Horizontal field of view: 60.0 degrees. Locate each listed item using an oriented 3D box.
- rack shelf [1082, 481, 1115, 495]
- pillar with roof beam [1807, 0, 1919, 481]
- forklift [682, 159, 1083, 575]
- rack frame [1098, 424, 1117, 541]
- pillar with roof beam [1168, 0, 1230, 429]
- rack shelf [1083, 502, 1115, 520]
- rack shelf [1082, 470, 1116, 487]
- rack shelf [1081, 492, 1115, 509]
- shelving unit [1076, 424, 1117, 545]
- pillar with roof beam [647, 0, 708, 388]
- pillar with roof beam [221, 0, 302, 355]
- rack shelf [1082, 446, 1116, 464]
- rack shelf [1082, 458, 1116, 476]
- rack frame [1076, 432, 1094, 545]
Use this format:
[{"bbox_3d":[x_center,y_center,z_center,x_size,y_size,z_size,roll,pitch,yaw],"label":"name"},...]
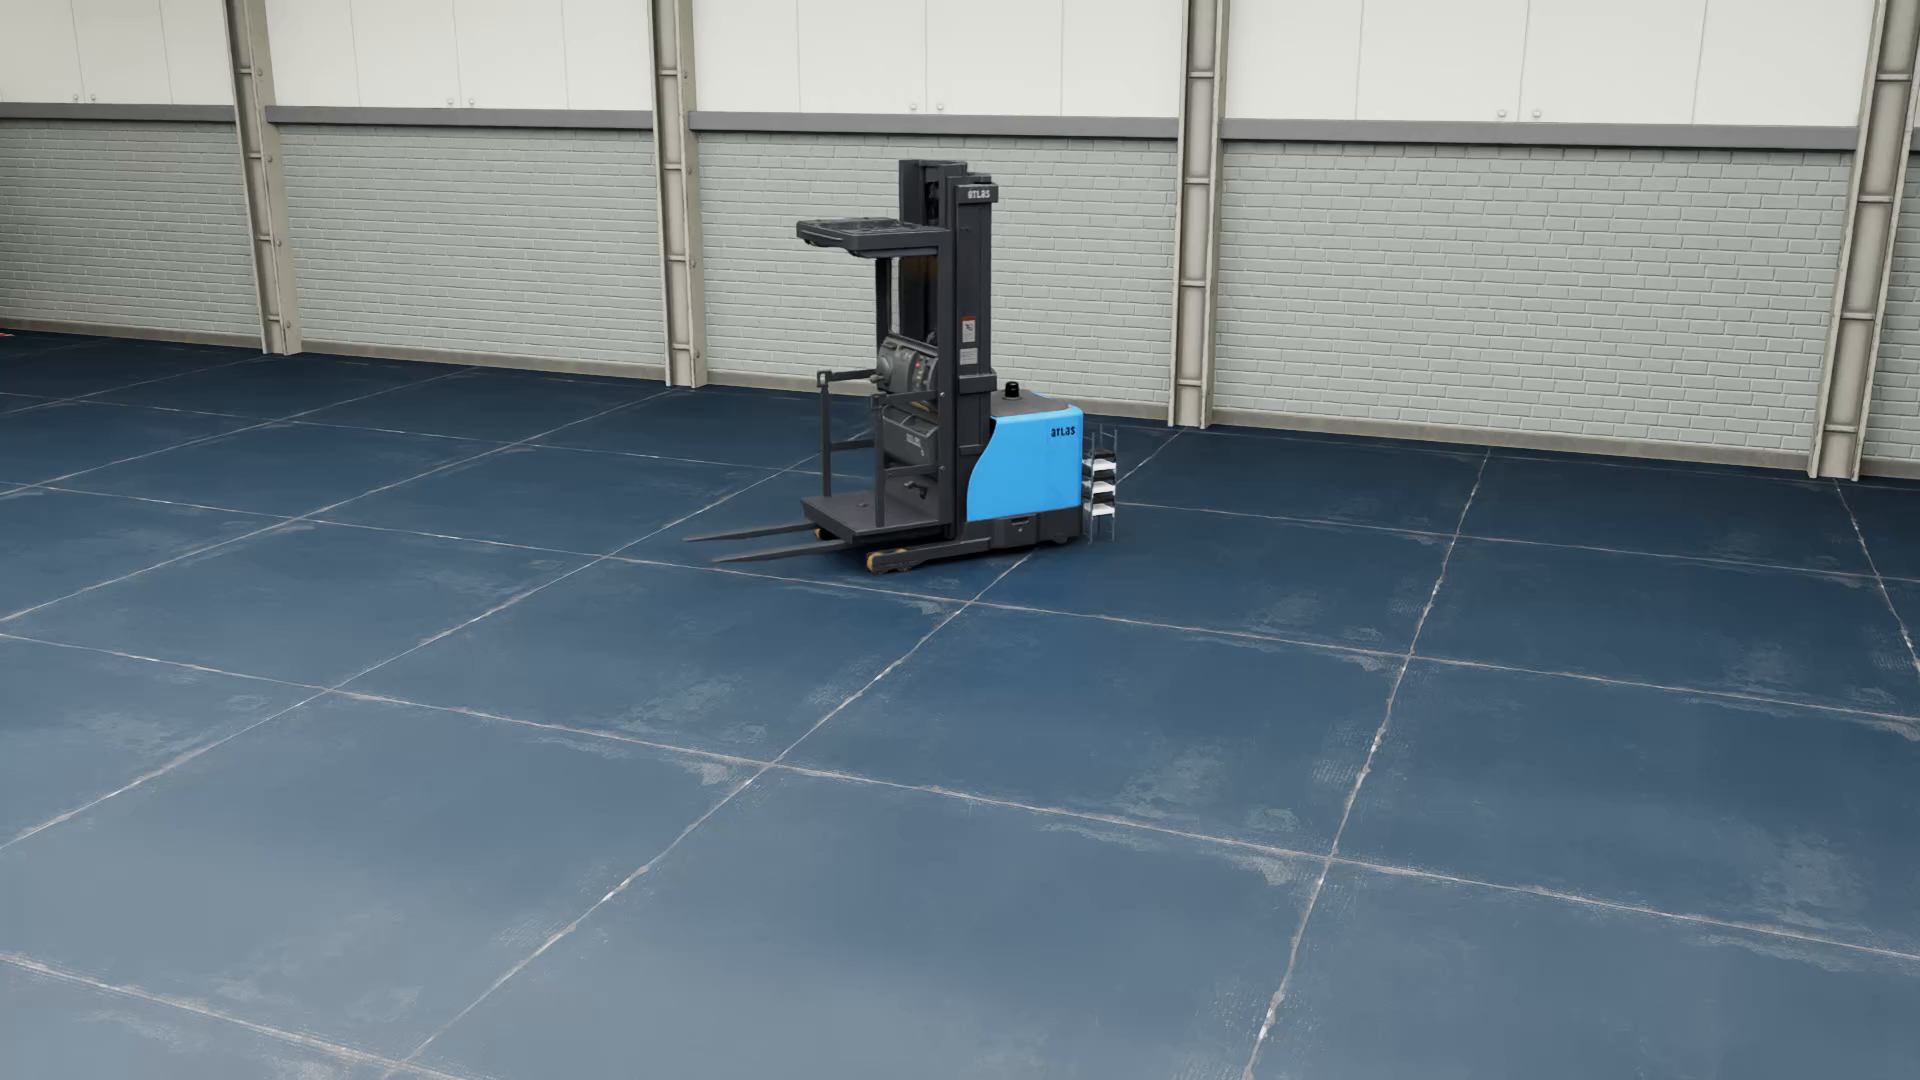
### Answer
[{"bbox_3d":[1.069,-0.406,13.079,0.200,0.077,0.258,-8,18,-25],"label":"rack shelf"},{"bbox_3d":[6.397,-3.795,10.105,0.400,9.000,9.100,6,17,21],"label":"pillar with roof beam"},{"bbox_3d":[-0.583,-1.317,12.453,3.031,2.935,1.130,-8,18,-26],"label":"forklift"},{"bbox_3d":[1.160,-0.451,13.113,0.006,0.900,0.240,-8,18,-25],"label":"rack frame"},{"bbox_3d":[0.815,-4.409,12.220,0.400,9.000,9.100,6,17,21],"label":"pillar with roof beam"},{"bbox_3d":[1.069,-0.234,13.129,0.200,0.077,0.258,-8,18,-25],"label":"rack shelf"},{"bbox_3d":[1.069,-0.493,13.054,0.200,0.077,0.258,-8,18,-25],"label":"rack shelf"},{"bbox_3d":[1.069,-0.320,13.104,0.200,0.077,0.258,-8,18,-25],"label":"rack shelf"},{"bbox_3d":[1.069,-0.438,13.070,0.210,0.900,0.258,-8,18,-25],"label":"shelving unit"},{"bbox_3d":[-4.766,-5.023,14.334,0.400,9.000,9.100,6,17,21],"label":"pillar with roof beam"},{"bbox_3d":[-10.348,-5.636,16.448,0.400,9.000,9.100,6,17,21],"label":"pillar with roof beam"},{"bbox_3d":[1.069,-0.666,13.004,0.200,0.077,0.258,-8,18,-25],"label":"rack shelf"},{"bbox_3d":[1.069,-0.579,13.029,0.200,0.077,0.258,-8,18,-25],"label":"rack shelf"},{"bbox_3d":[0.978,-0.426,13.027,0.006,0.900,0.240,-8,18,-25],"label":"rack frame"}]
